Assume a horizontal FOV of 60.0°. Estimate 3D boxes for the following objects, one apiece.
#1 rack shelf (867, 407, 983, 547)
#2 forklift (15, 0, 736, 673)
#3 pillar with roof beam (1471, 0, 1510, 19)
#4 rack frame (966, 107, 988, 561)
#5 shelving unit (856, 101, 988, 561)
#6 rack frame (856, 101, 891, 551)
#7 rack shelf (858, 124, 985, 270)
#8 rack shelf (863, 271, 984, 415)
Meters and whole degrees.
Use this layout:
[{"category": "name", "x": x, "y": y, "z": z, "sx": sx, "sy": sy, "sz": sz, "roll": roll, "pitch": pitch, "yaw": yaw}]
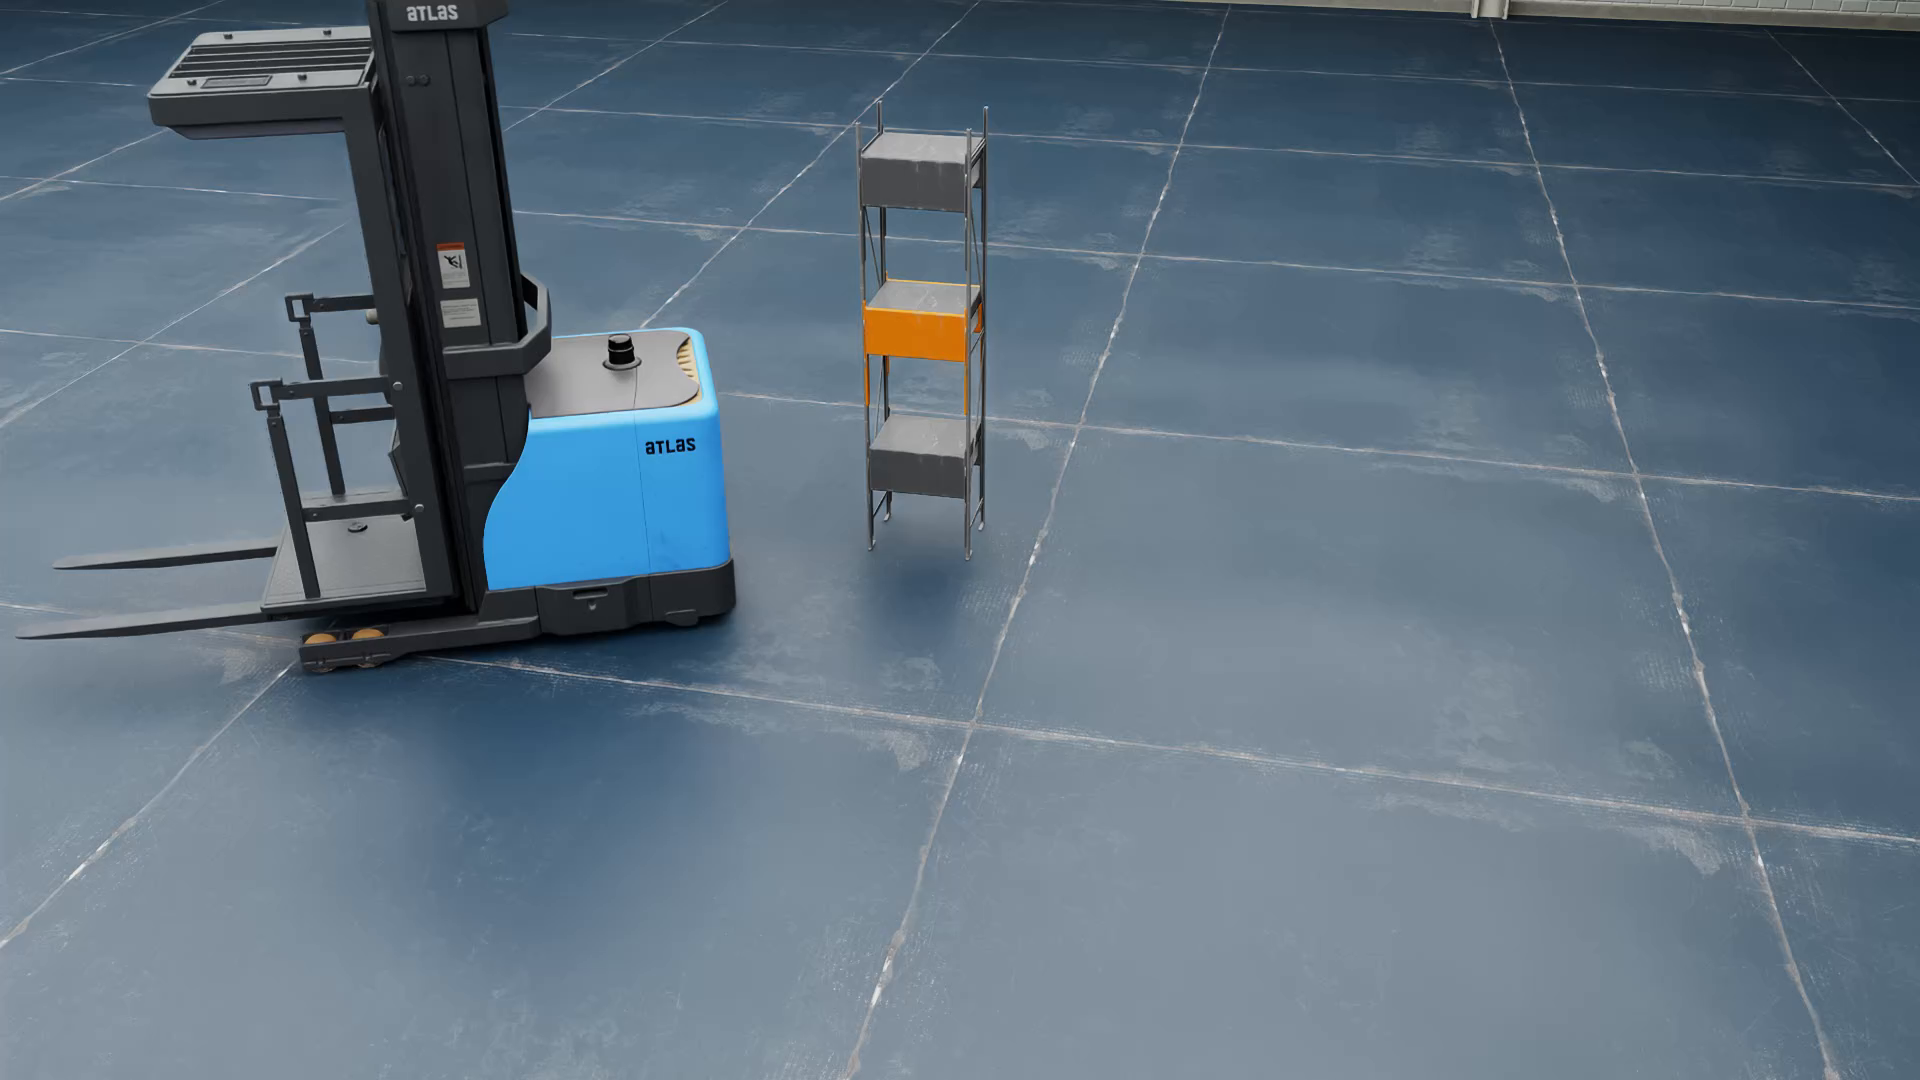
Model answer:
[{"category": "rack shelf", "x": -0.162, "y": -0.312, "z": 8.119, "sx": 0.480, "sy": 0.518, "sz": 0.431, "roll": 6, "pitch": 29, "yaw": 11}, {"category": "forklift", "x": -2.591, "y": -0.989, "z": 7.004, "sx": 3.031, "sy": 2.935, "sz": 1.130, "roll": -6, "pitch": 29, "yaw": -11}, {"category": "pillar with roof beam", "x": 5.285, "y": -8.057, "z": 13.596, "sx": 0.400, "sy": 9.000, "sz": 9.100, "roll": 6, "pitch": 29, "yaw": 11}, {"category": "rack frame", "x": 0.077, "y": -0.913, "z": 7.731, "sx": 0.015, "sy": 2.100, "sz": 0.400, "roll": 6, "pitch": 29, "yaw": 11}, {"category": "shelving unit", "x": -0.162, "y": -0.938, "z": 7.776, "sx": 0.503, "sy": 2.100, "sz": 0.431, "roll": 6, "pitch": 29, "yaw": 11}, {"category": "rack frame", "x": -0.401, "y": -0.962, "z": 7.821, "sx": 0.015, "sy": 2.100, "sz": 0.400, "roll": 6, "pitch": 29, "yaw": 11}, {"category": "rack shelf", "x": -0.162, "y": -1.540, "z": 7.447, "sx": 0.480, "sy": 0.518, "sz": 0.431, "roll": 6, "pitch": 29, "yaw": 11}, {"category": "rack shelf", "x": -0.162, "y": -0.926, "z": 7.783, "sx": 0.480, "sy": 0.518, "sz": 0.431, "roll": 6, "pitch": 29, "yaw": 11}]
